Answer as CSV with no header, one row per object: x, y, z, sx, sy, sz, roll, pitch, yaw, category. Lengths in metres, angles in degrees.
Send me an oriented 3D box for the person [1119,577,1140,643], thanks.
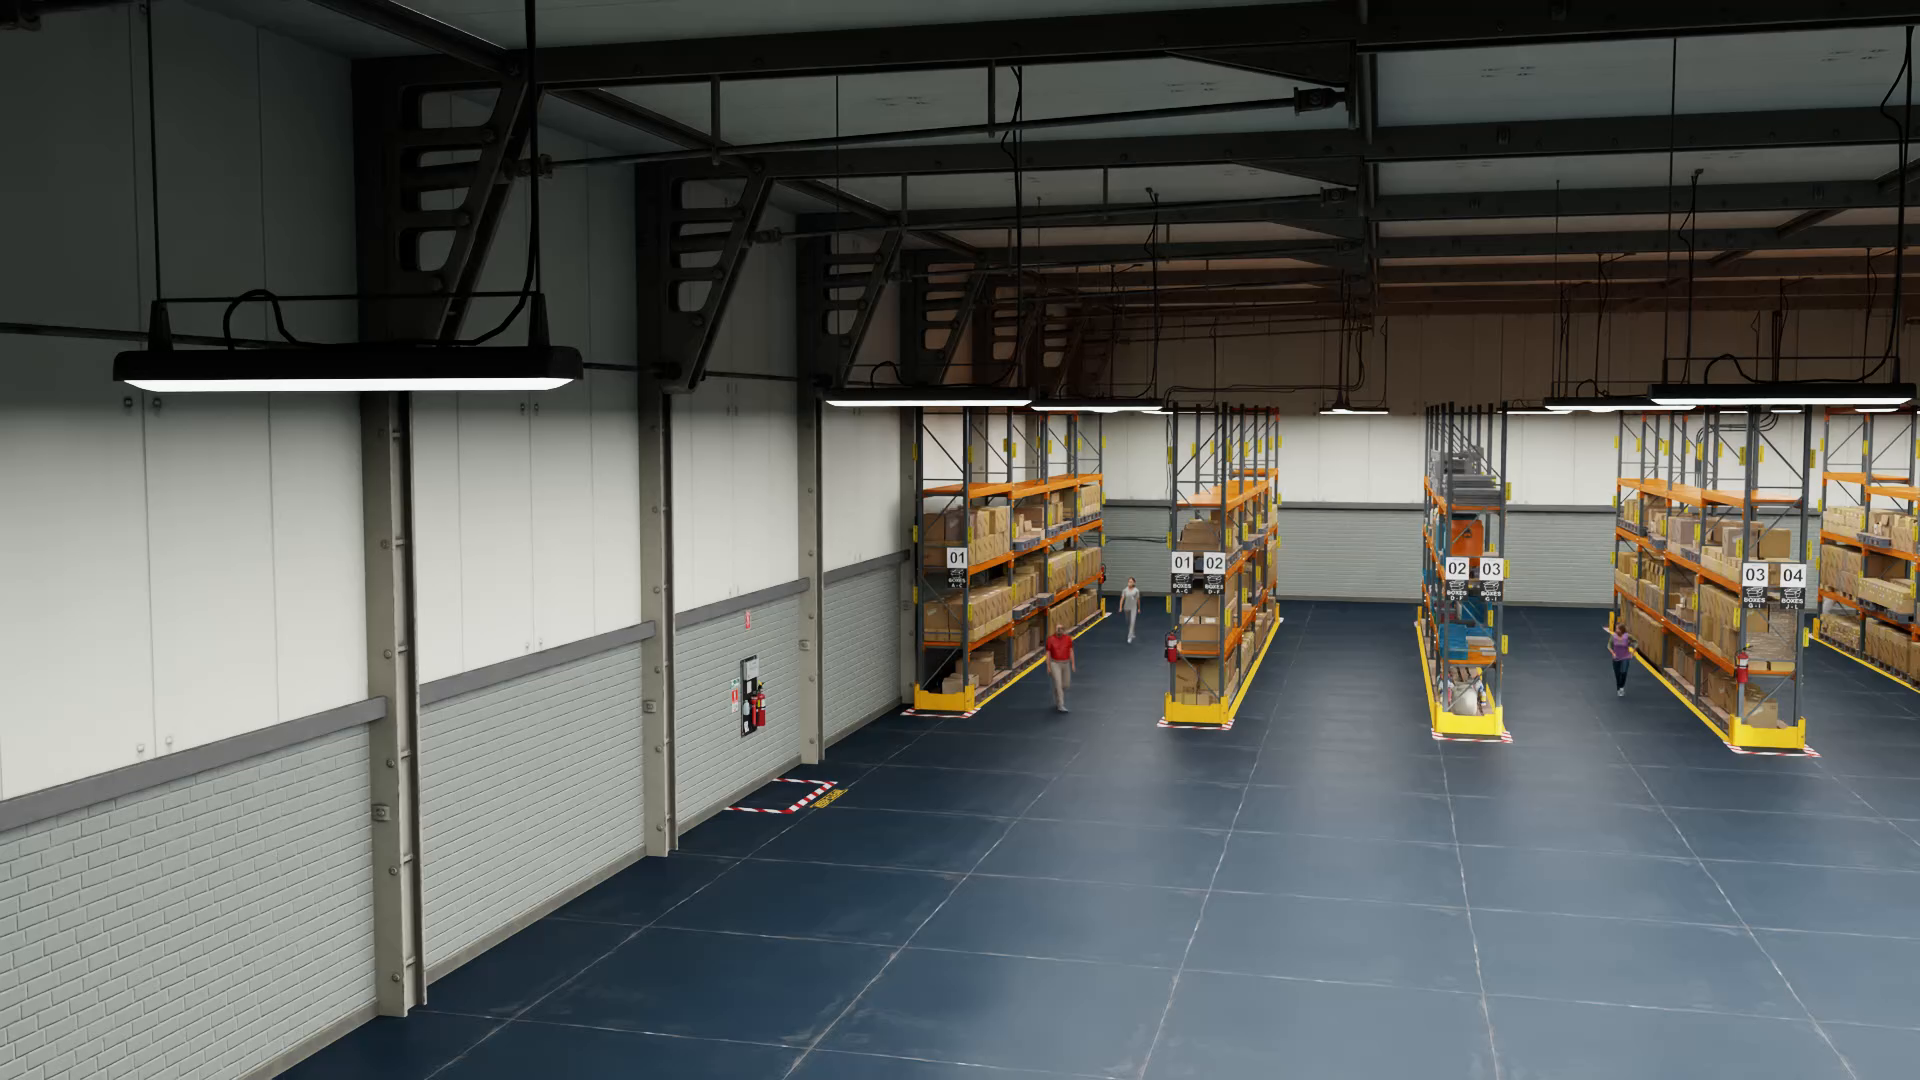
4.312,1.763,42.322,0.482,1.614,1.008,2,4,20,person

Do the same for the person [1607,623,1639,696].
13.565,2.439,34.038,0.595,1.494,0.786,2,5,25,person

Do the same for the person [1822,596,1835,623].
23.273,1.594,44.577,0.725,1.637,0.486,-1,4,-17,person

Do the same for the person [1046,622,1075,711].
1.958,2.456,32.614,0.571,1.702,0.809,-1,4,-18,person
